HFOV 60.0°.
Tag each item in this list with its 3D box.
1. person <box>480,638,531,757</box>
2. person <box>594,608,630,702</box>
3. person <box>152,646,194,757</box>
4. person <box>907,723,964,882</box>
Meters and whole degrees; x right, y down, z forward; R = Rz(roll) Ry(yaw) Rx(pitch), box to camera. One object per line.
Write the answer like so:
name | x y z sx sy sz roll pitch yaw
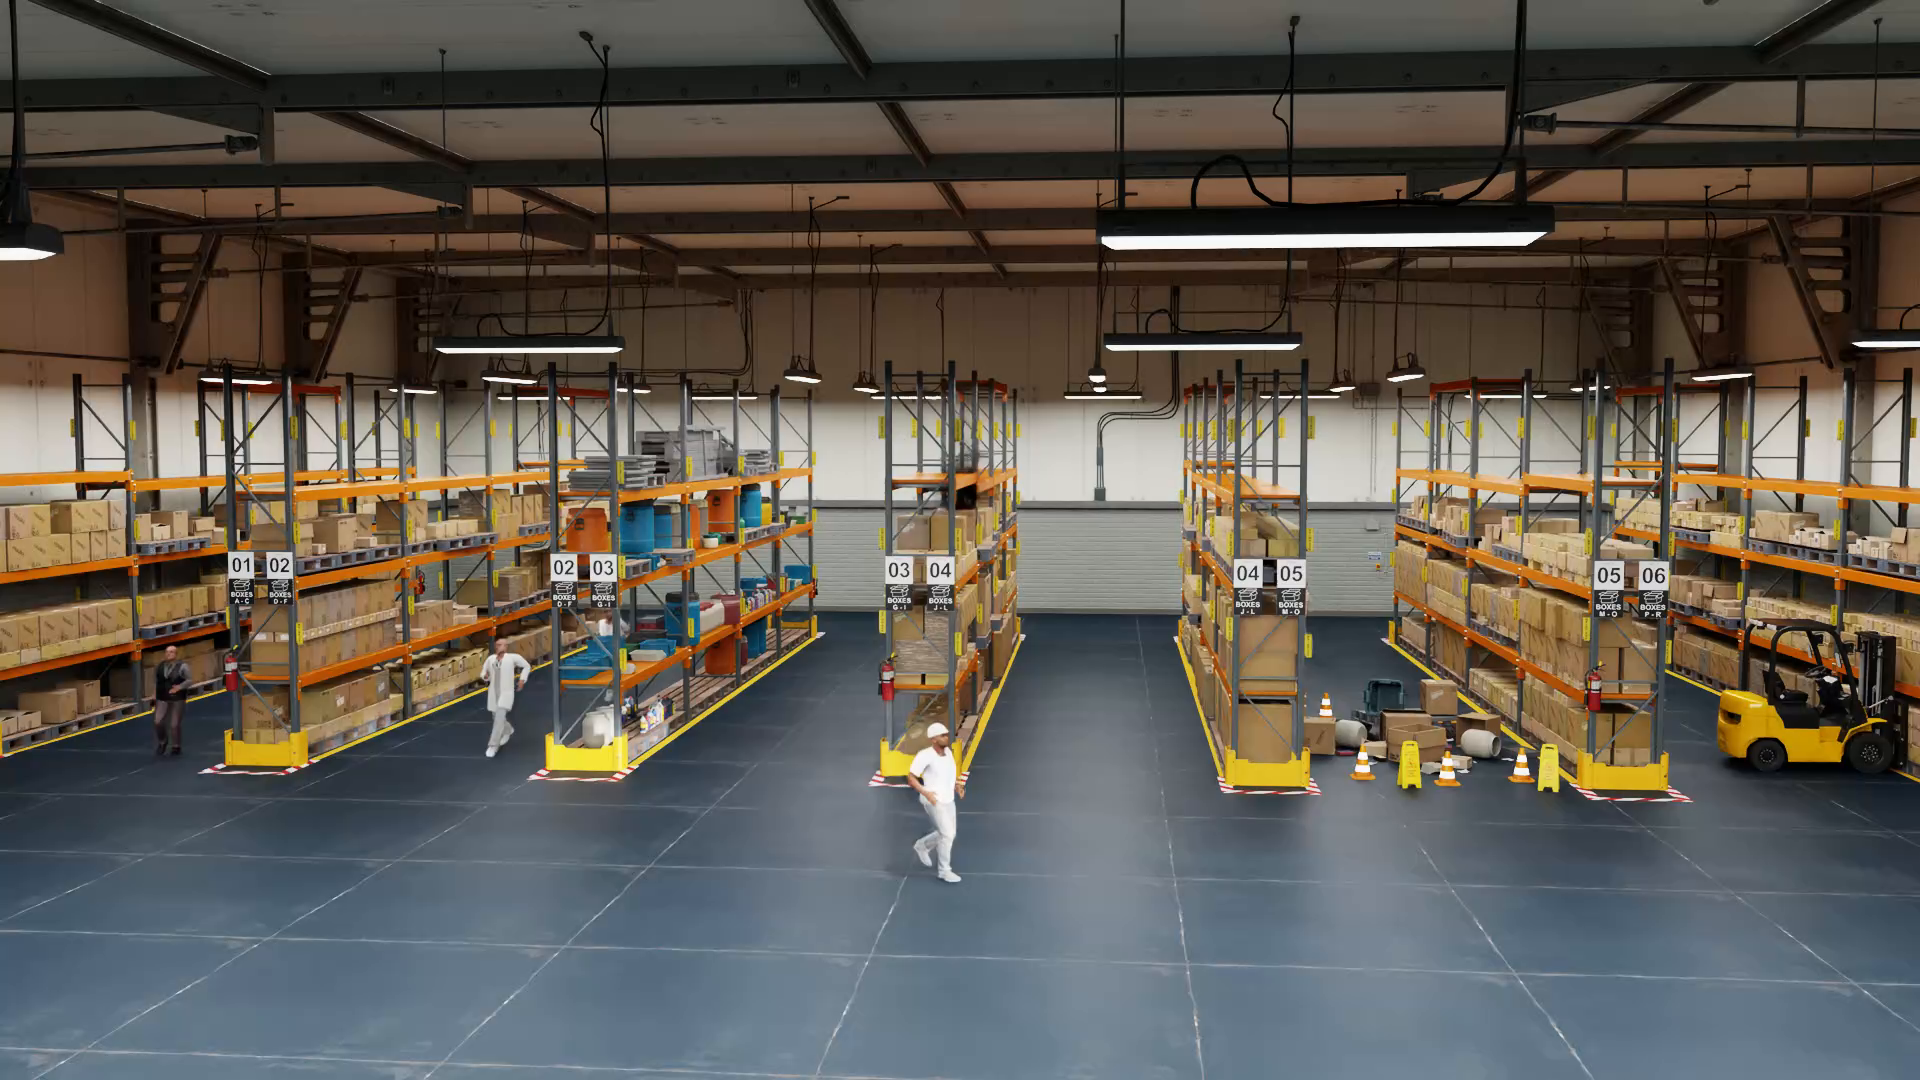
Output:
person | -7.140 2.407 25.834 0.730 1.740 1.127 1 4 15
person | -6.509 2.092 31.048 0.681 1.772 0.849 0 4 4
person | -12.125 2.476 25.559 0.661 1.708 0.671 -1 4 -9
person | -0.285 2.911 18.583 0.714 1.746 0.708 3 5 35
